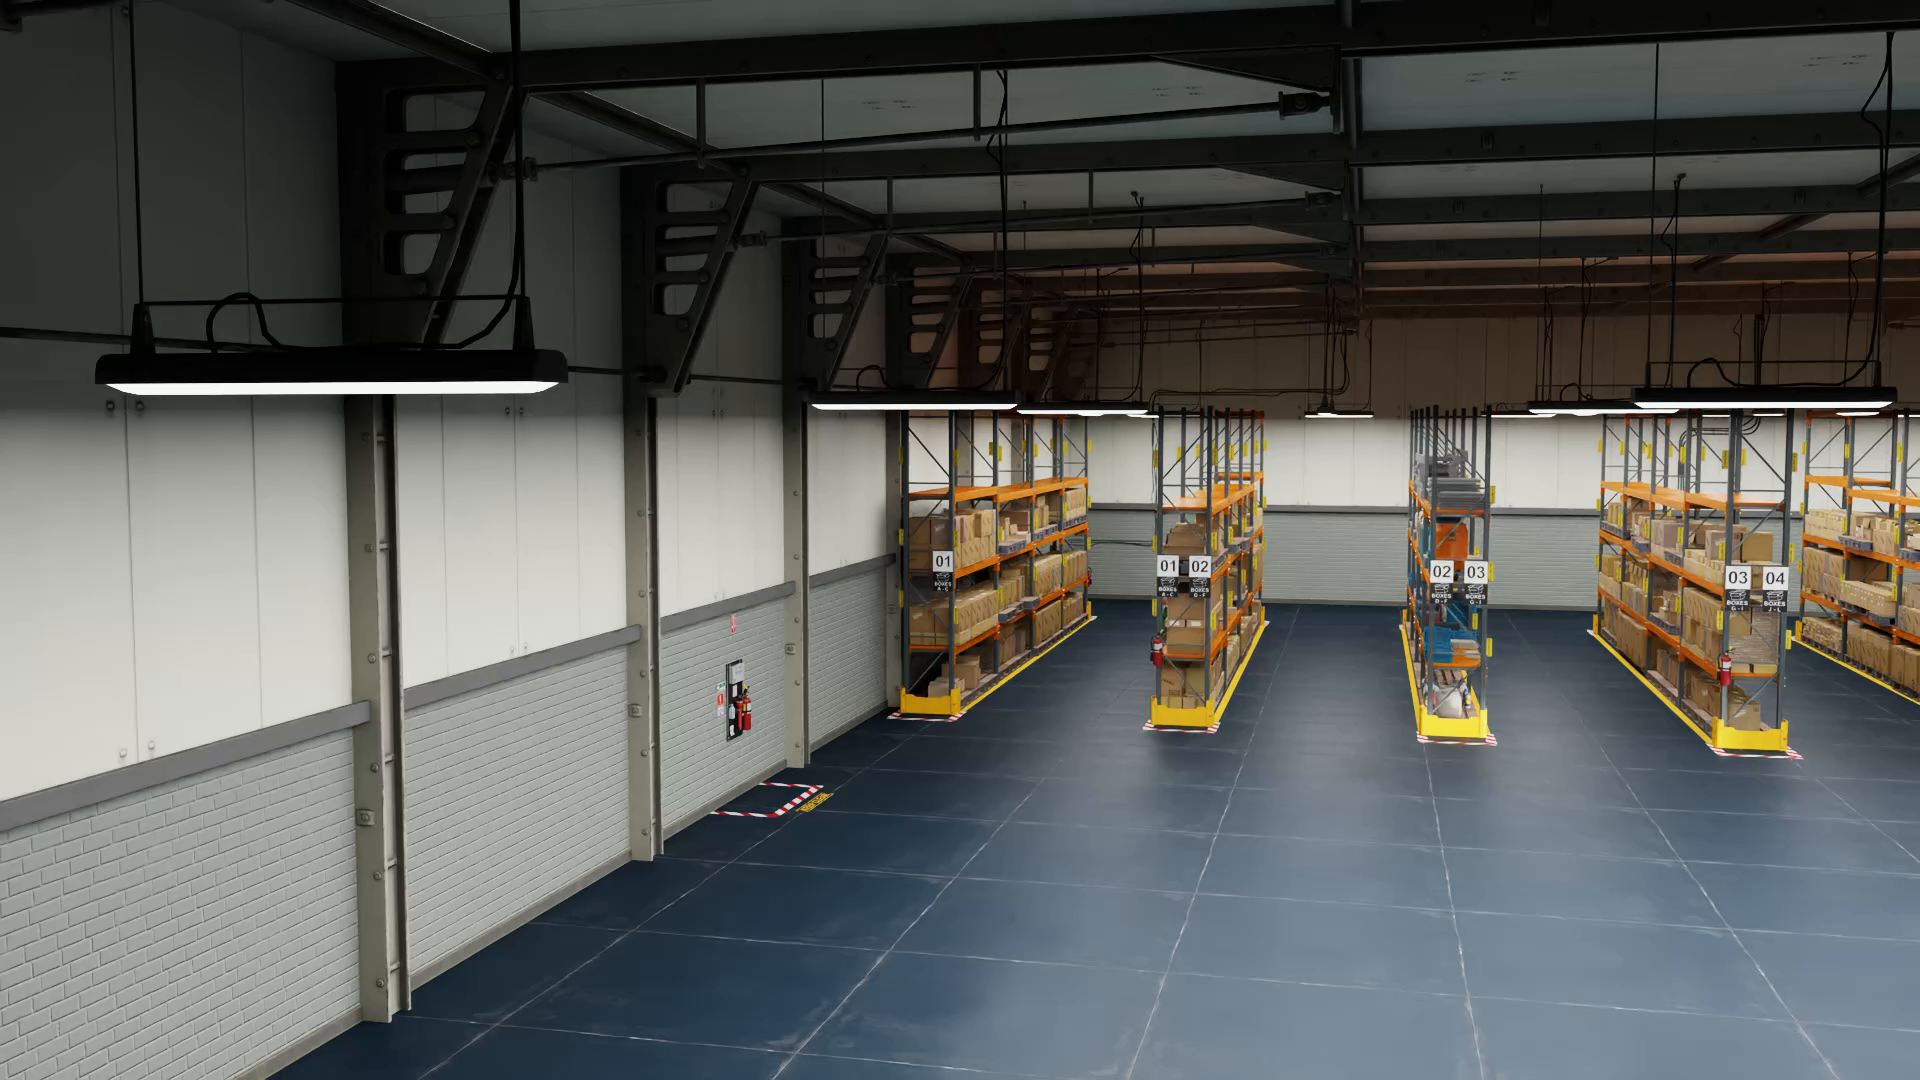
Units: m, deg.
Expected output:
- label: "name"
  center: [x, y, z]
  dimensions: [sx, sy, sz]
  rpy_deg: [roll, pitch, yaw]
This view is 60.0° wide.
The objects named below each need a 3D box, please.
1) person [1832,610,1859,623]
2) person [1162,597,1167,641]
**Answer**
- label: "person"
  center: [24.046, 1.606, 45.319]
  dimensions: [0.997, 1.733, 0.562]
  rpy_deg: [0, 4, 4]
- label: "person"
  center: [5.520, 1.744, 43.021]
  dimensions: [0.602, 1.791, 0.468]
  rpy_deg: [-1, 4, -12]
